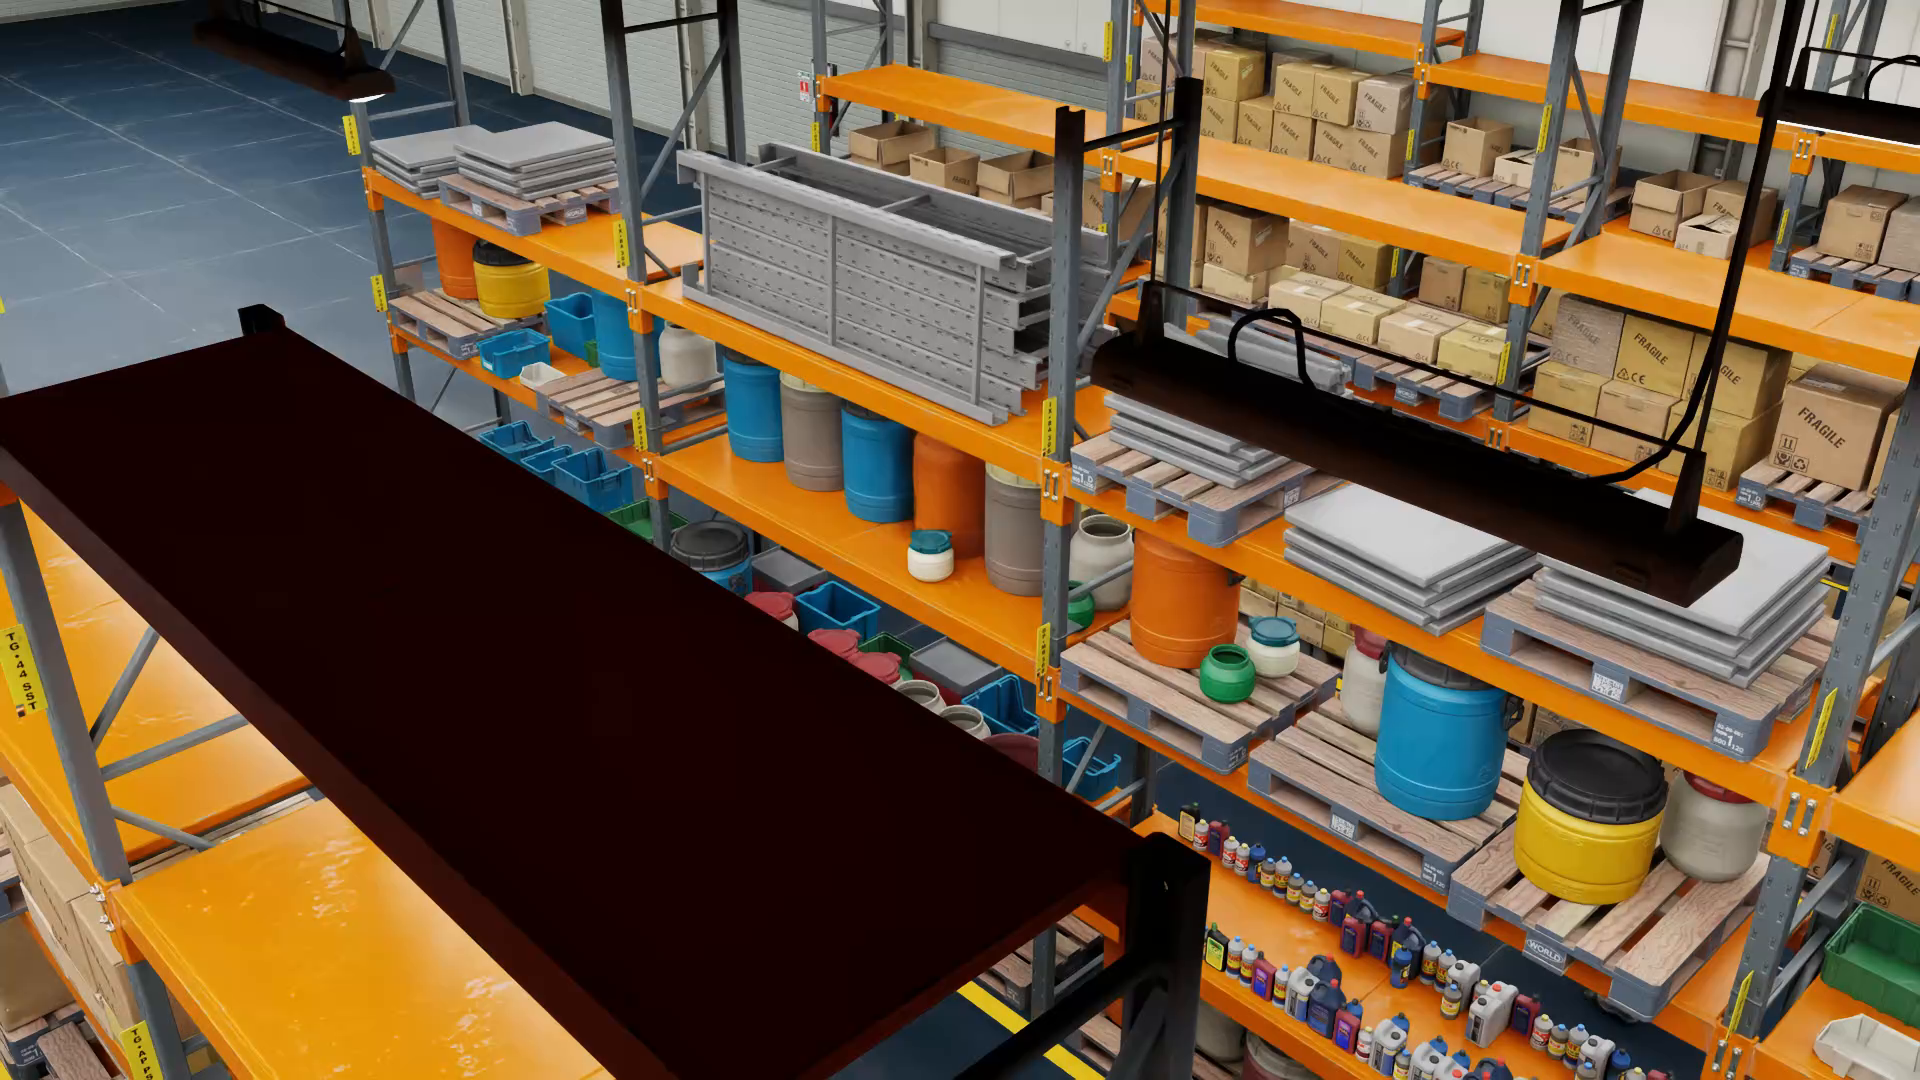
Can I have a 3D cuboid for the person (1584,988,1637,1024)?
[{"bbox_3d":[4.213,2.313,10.764,0.653,1.684,0.729,-19,33,-31],"label":"person"}]
